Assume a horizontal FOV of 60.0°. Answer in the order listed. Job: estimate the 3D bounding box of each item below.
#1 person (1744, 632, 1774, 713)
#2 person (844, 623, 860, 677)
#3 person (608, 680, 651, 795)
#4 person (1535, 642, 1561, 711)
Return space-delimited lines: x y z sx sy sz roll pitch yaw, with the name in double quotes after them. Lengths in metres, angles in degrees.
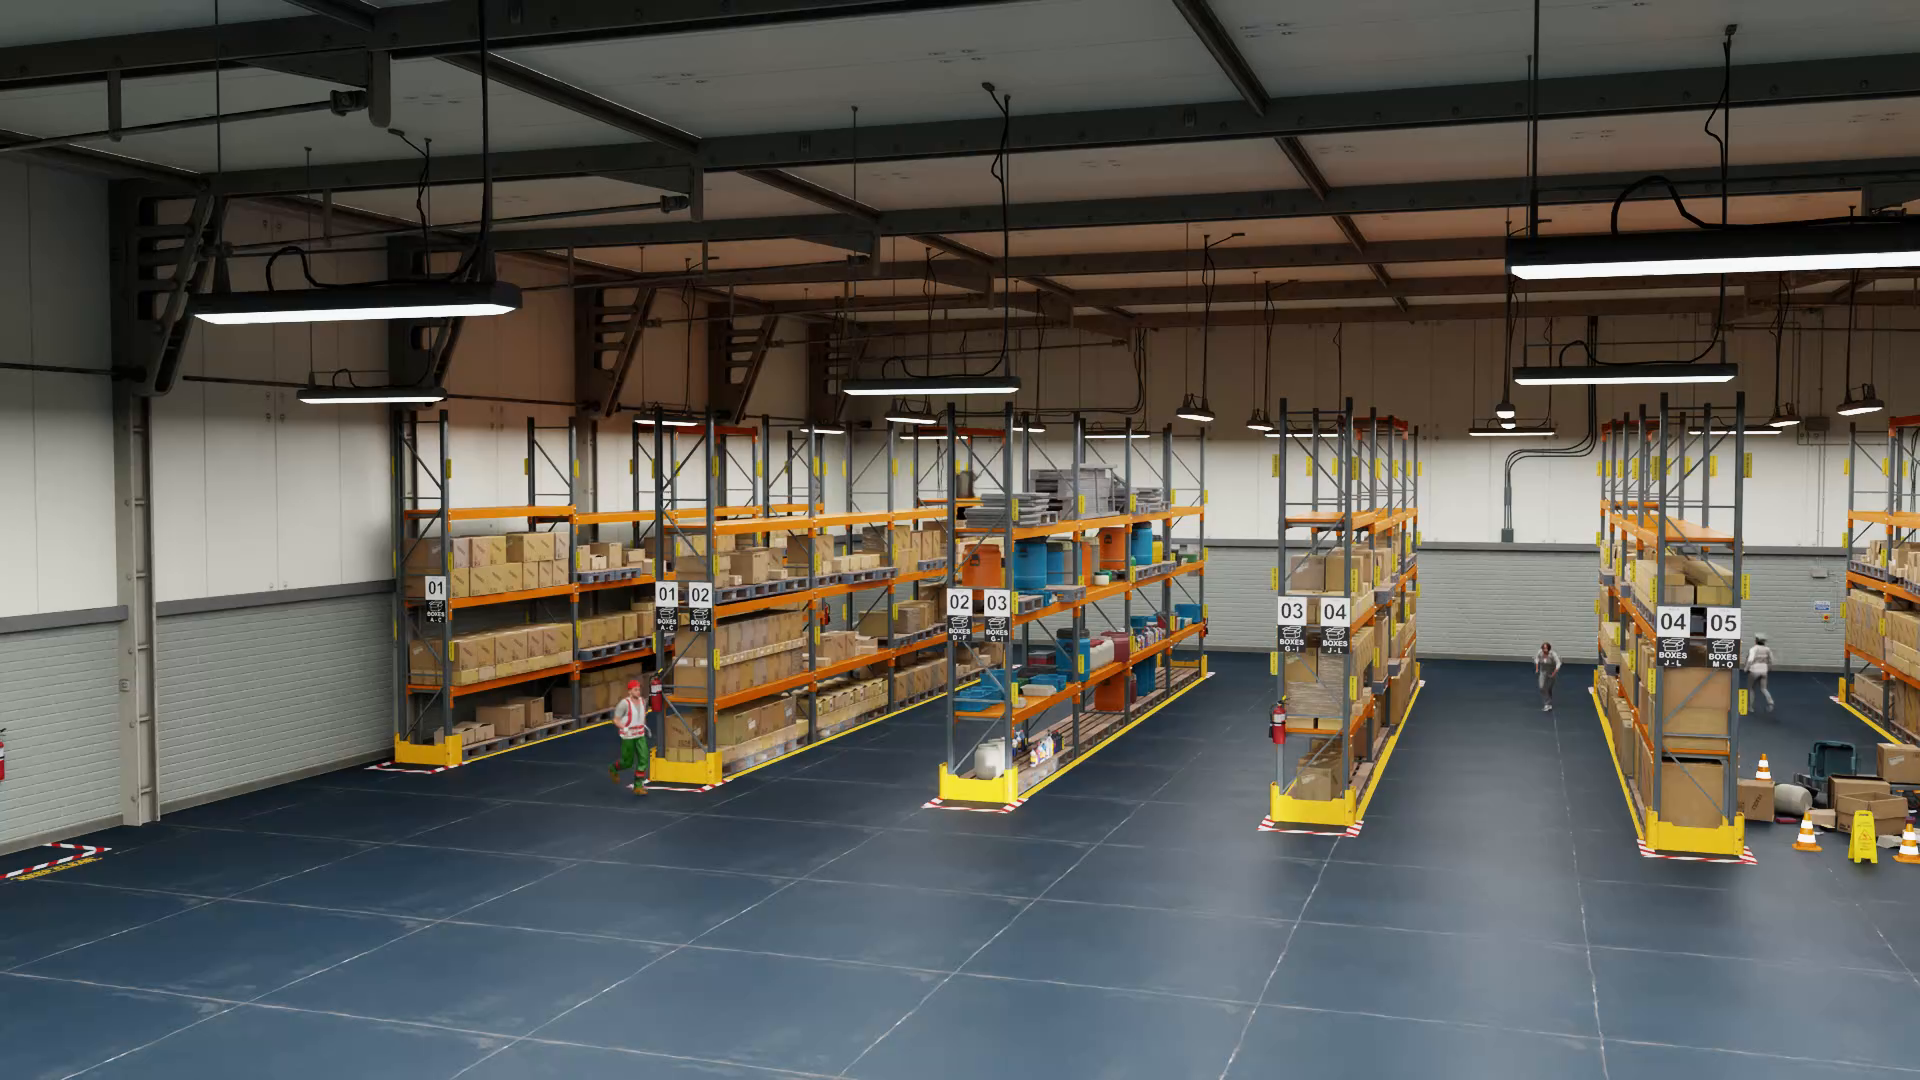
16.231 2.707 33.780 0.610 1.665 0.870 0 2 0 "person"
-2.426 2.619 37.287 0.607 1.593 0.905 0 2 9 "person"
-5.098 3.026 25.671 0.864 1.748 0.637 2 3 44 "person"
12.280 2.813 34.667 0.534 1.454 0.968 1 3 29 "person"
